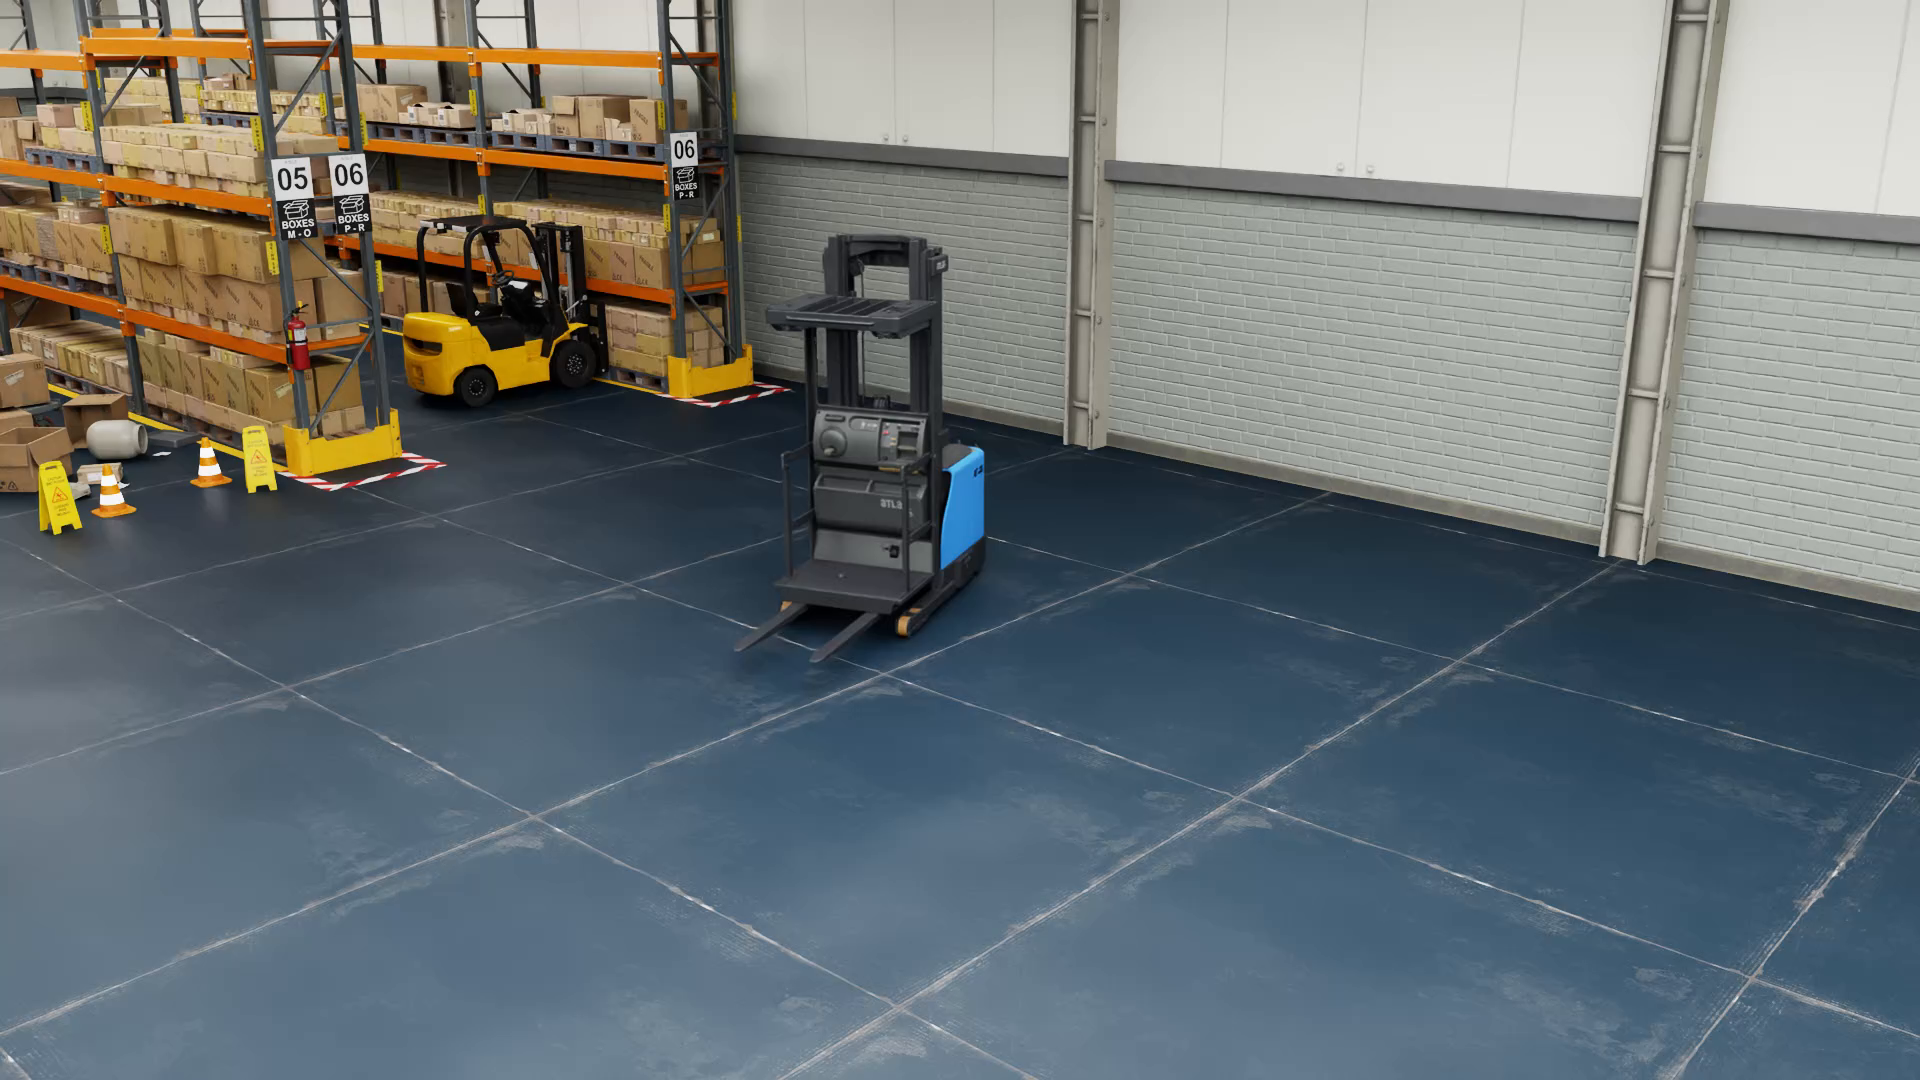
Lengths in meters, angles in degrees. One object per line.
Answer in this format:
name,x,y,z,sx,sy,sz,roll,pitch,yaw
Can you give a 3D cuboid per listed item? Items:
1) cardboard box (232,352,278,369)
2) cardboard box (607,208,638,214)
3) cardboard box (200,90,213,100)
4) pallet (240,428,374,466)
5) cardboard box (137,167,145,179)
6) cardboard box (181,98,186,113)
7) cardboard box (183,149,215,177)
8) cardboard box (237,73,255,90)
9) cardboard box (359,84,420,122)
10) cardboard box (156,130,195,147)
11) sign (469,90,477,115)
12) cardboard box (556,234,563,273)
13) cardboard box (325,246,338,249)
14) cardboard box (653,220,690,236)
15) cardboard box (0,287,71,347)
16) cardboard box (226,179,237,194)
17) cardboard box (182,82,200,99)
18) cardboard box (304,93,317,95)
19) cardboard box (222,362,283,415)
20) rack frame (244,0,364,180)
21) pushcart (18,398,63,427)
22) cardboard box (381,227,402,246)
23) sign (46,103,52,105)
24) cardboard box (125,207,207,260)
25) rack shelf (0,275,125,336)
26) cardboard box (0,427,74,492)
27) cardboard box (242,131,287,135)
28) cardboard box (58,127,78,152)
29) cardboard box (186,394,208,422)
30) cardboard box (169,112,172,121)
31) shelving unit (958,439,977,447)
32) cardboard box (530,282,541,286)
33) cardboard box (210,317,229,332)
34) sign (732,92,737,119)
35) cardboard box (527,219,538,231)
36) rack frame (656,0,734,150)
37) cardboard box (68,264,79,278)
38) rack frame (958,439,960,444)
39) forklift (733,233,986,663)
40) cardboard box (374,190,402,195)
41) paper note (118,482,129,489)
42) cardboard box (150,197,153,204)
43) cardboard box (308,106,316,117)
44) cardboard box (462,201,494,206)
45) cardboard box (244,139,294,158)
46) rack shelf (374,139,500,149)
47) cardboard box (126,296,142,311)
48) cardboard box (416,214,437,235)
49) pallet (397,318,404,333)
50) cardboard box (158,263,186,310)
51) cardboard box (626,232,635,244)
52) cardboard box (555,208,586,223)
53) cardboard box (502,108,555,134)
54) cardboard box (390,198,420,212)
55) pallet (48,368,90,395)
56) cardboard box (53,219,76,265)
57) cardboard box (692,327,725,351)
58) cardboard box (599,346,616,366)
cardboard box,-7.556,-1.944,17.818,0.250,0.149,0.380,16,24,41
cardboard box,-4.420,-4.283,21.918,0.250,0.149,0.380,15,23,40
cardboard box,-12.215,-7.301,27.263,0.250,0.149,0.380,16,24,41
pallet,-7.105,-1.085,18.180,1.213,0.211,1.003,15,23,39
cardboard box,-8.968,-4.132,18.631,0.250,0.149,0.380,15,23,39
cardboard box,-13.070,-7.403,28.276,0.500,0.250,0.500,14,22,37
cardboard box,-7.792,-3.974,17.471,0.500,0.250,0.500,16,24,41
cardboard box,-11.653,-7.566,27.414,0.258,0.266,0.396,15,23,39
cardboard box,-8.332,-6.403,24.346,0.500,0.500,0.700,14,23,38
cardboard box,-8.427,-4.334,17.949,0.250,0.149,0.380,15,23,38
sign,-6.517,-5.856,22.270,0.005,0.325,0.100,15,23,39
cardboard box,-5.225,-3.852,22.124,0.500,0.500,0.500,15,23,39
cardboard box,-10.515,-4.762,27.523,0.250,0.149,0.380,14,22,37
cardboard box,-3.580,-3.874,20.630,0.250,0.149,0.380,15,23,39
cardboard box,-12.909,-3.179,22.987,0.875,0.875,0.875,15,23,39
cardboard box,-7.301,-3.649,17.108,0.250,0.149,0.380,16,24,41
cardboard box,-12.685,-7.546,27.900,0.500,0.250,0.500,15,23,39
cardboard box,-10.235,-7.025,26.426,0.250,0.149,0.380,15,23,39
cardboard box,-7.629,-1.680,18.059,0.500,0.500,0.500,16,24,41
rack frame,-6.464,-5.087,16.264,0.127,3.000,1.000,15,23,39
pushcart,-10.932,-1.255,18.442,0.936,0.377,1.648,7,19,21
cardboard box,-8.223,-4.538,24.699,0.500,0.250,0.500,14,22,38
sign,-12.086,-5.632,22.086,0.005,0.325,0.100,15,23,39
cardboard box,-8.903,-3.452,18.719,0.500,0.500,0.700,15,23,40
rack shelf,-10.952,-3.089,21.076,4.000,0.370,1.077,15,23,39
cardboard box,-9.458,-0.817,16.855,0.637,0.503,0.797,0,18,2
cardboard box,-7.468,-4.312,17.880,0.250,0.149,0.380,16,24,41
cardboard box,-10.364,-4.776,19.797,0.500,0.250,0.500,15,23,40
cardboard box,-8.389,-1.530,18.825,0.500,0.250,0.500,15,23,39
cardboard box,-13.350,-7.292,28.587,0.250,0.149,0.380,16,24,41
shelving unit,-0.006,-0.431,14.981,0.210,0.900,0.258,15,23,39
cardboard box,-5.668,-3.465,23.271,0.500,0.250,0.500,16,23,40
cardboard box,-7.889,-2.375,18.053,0.250,0.149,0.380,15,23,39
sign,-2.799,-5.360,20.506,0.005,0.325,0.100,15,23,39
cardboard box,-5.557,-4.224,22.224,0.250,0.149,0.380,16,23,40
rack frame,-3.172,-6.211,19.805,0.127,3.000,1.000,15,23,39
cardboard box,-10.619,-3.303,20.281,0.250,0.149,0.380,15,23,40
rack frame,-0.082,-0.451,15.045,0.006,0.900,0.240,15,23,39
forklift,-0.779,-0.792,12.761,1.130,2.935,3.031,7,19,20
cardboard box,-8.778,-5.295,25.599,0.250,0.149,0.380,16,24,41
paper note,-8.493,-0.552,16.800,0.142,0.019,0.148,7,19,21
cardboard box,-14.284,-6.114,29.832,0.250,0.149,0.380,15,23,40
cardboard box,-9.762,-6.579,25.513,0.250,0.149,0.380,14,23,38
cardboard box,-7.011,-4.849,24.193,0.250,0.149,0.380,15,23,39
cardboard box,-6.913,-3.919,16.639,0.250,0.149,0.380,15,23,40
rack shelf,-7.660,-5.736,24.134,3.809,0.124,0.919,15,23,39
cardboard box,-9.433,-2.775,19.312,0.250,0.149,0.380,15,23,39
cardboard box,-7.469,-4.567,23.966,0.500,0.250,0.500,16,23,40
pallet,-7.658,-3.209,24.875,1.213,0.211,1.003,15,23,39
cardboard box,-8.554,-2.869,18.537,0.500,0.500,0.500,15,23,39
cardboard box,-3.982,-3.825,20.967,0.250,0.149,0.380,16,23,40
cardboard box,-5.106,-4.281,21.913,0.250,0.149,0.380,15,23,39
cardboard box,-5.704,-5.567,22.024,0.500,0.311,0.500,16,23,40
cardboard box,-8.141,-4.927,24.440,0.250,0.149,0.380,16,23,40
pallet,-10.956,-2.102,21.387,1.213,0.211,1.003,15,23,39
cardboard box,-10.708,-3.665,20.351,0.500,0.500,0.500,16,24,41
cardboard box,-3.386,-2.620,21.435,0.500,0.250,0.500,16,23,40
cardboard box,-4.467,-2.468,21.781,0.500,0.250,0.500,15,23,40
